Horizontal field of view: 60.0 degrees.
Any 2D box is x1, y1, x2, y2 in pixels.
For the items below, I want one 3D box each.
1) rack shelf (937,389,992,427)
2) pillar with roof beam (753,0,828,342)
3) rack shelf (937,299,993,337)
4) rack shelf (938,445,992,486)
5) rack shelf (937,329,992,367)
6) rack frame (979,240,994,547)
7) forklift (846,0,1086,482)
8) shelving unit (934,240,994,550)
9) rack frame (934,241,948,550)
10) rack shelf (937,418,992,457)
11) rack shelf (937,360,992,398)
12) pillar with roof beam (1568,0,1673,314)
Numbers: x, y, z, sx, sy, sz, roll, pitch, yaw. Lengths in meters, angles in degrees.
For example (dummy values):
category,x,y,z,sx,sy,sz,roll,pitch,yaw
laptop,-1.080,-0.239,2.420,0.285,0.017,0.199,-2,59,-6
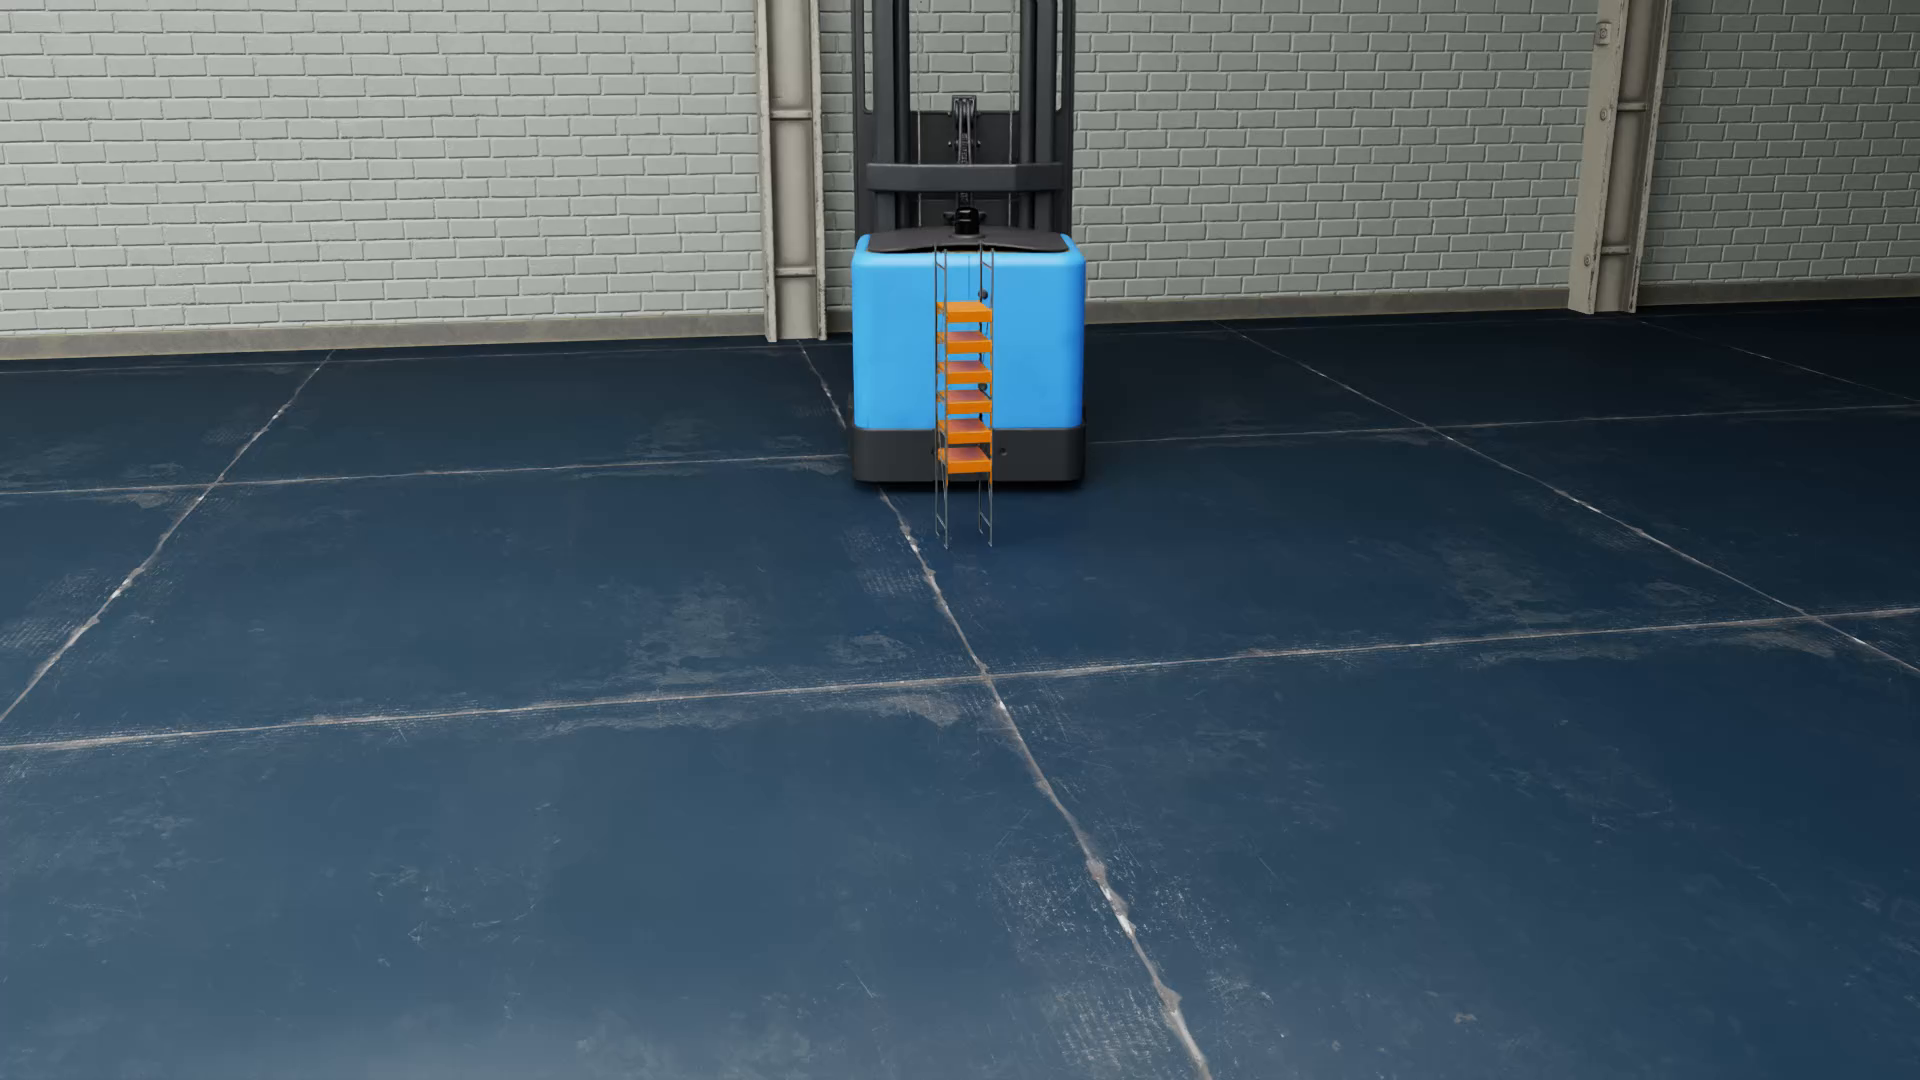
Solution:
category,x,y,z,sx,sy,sz,roll,pitch,yaw
rack shelf,0.014,-0.532,6.651,0.180,0.103,0.258,-3,17,-10
pillar with roof beam,-0.299,-4.441,5.945,0.400,9.000,9.100,-3,17,-10
rack shelf,0.014,-0.876,6.546,0.180,0.103,0.258,-3,17,-10
rack shelf,0.014,-0.302,6.722,0.180,0.103,0.258,-3,17,-10
rack shelf,0.014,-0.761,6.581,0.180,0.103,0.258,-3,17,-10
rack frame,0.104,-0.579,6.655,0.006,1.200,0.240,-3,17,-10
forklift,0.010,-2.036,8.450,1.130,2.935,3.031,0,17,-1
shelving unit,0.014,-0.574,6.638,0.189,1.200,0.258,-3,17,-10
rack frame,-0.076,-0.569,6.622,0.006,1.200,0.240,-3,17,-10
rack shelf,0.014,-0.417,6.687,0.180,0.103,0.258,-3,17,-10
rack shelf,0.014,-0.647,6.616,0.180,0.103,0.258,-3,17,-10
pillar with roof beam,5.592,-4.775,7.033,0.400,9.000,9.100,-3,17,-10
